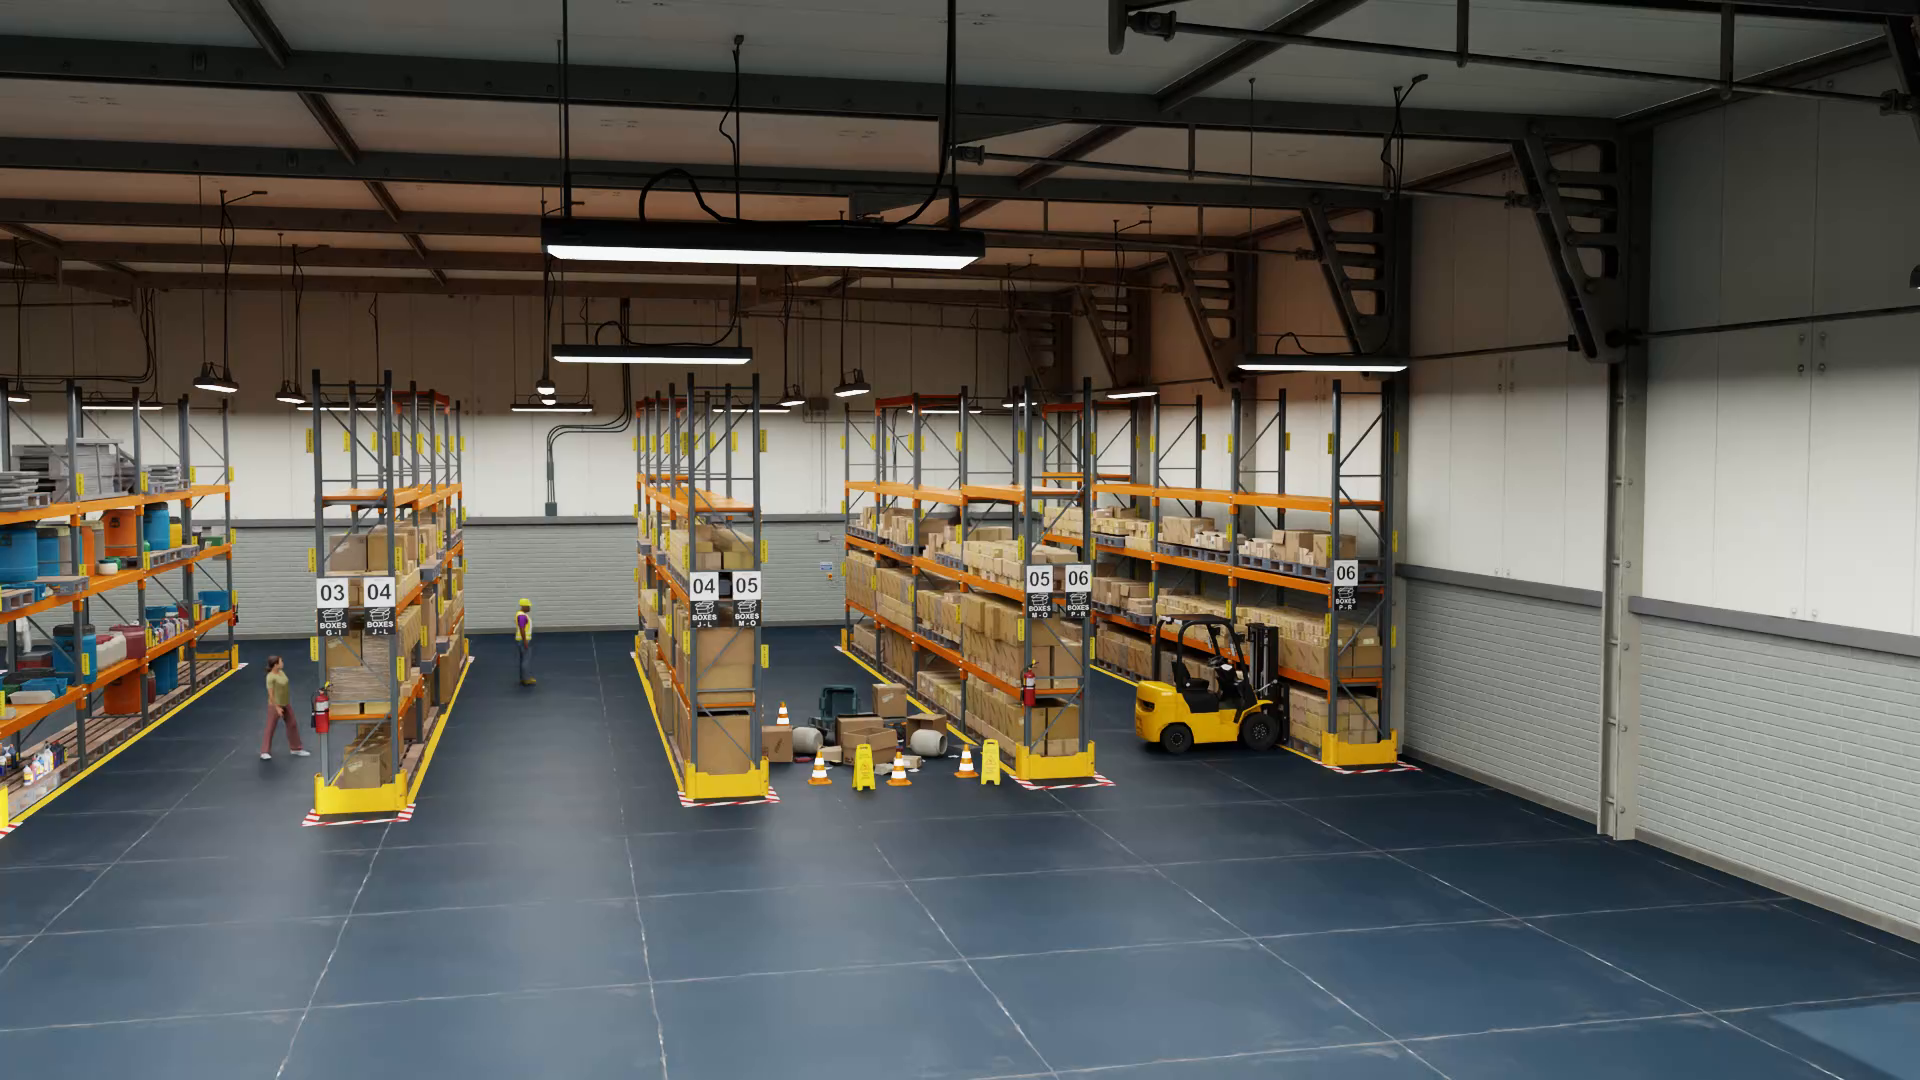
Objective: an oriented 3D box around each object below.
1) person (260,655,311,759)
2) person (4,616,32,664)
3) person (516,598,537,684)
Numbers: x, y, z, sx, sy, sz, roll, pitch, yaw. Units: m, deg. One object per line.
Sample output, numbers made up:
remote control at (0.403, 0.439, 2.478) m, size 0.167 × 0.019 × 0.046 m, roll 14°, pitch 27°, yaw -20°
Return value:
person at (-10.824, 2.659, 26.549) m, size 0.568 × 1.681 × 0.657 m, roll 1°, pitch 3°, yaw 17°
person at (-21.109, 2.038, 37.271) m, size 0.912 × 1.616 × 0.497 m, roll 3°, pitch 4°, yaw 40°
person at (-9.062, 2.102, 34.735) m, size 0.421 × 1.768 × 0.635 m, roll -1°, pitch 3°, yaw -18°
